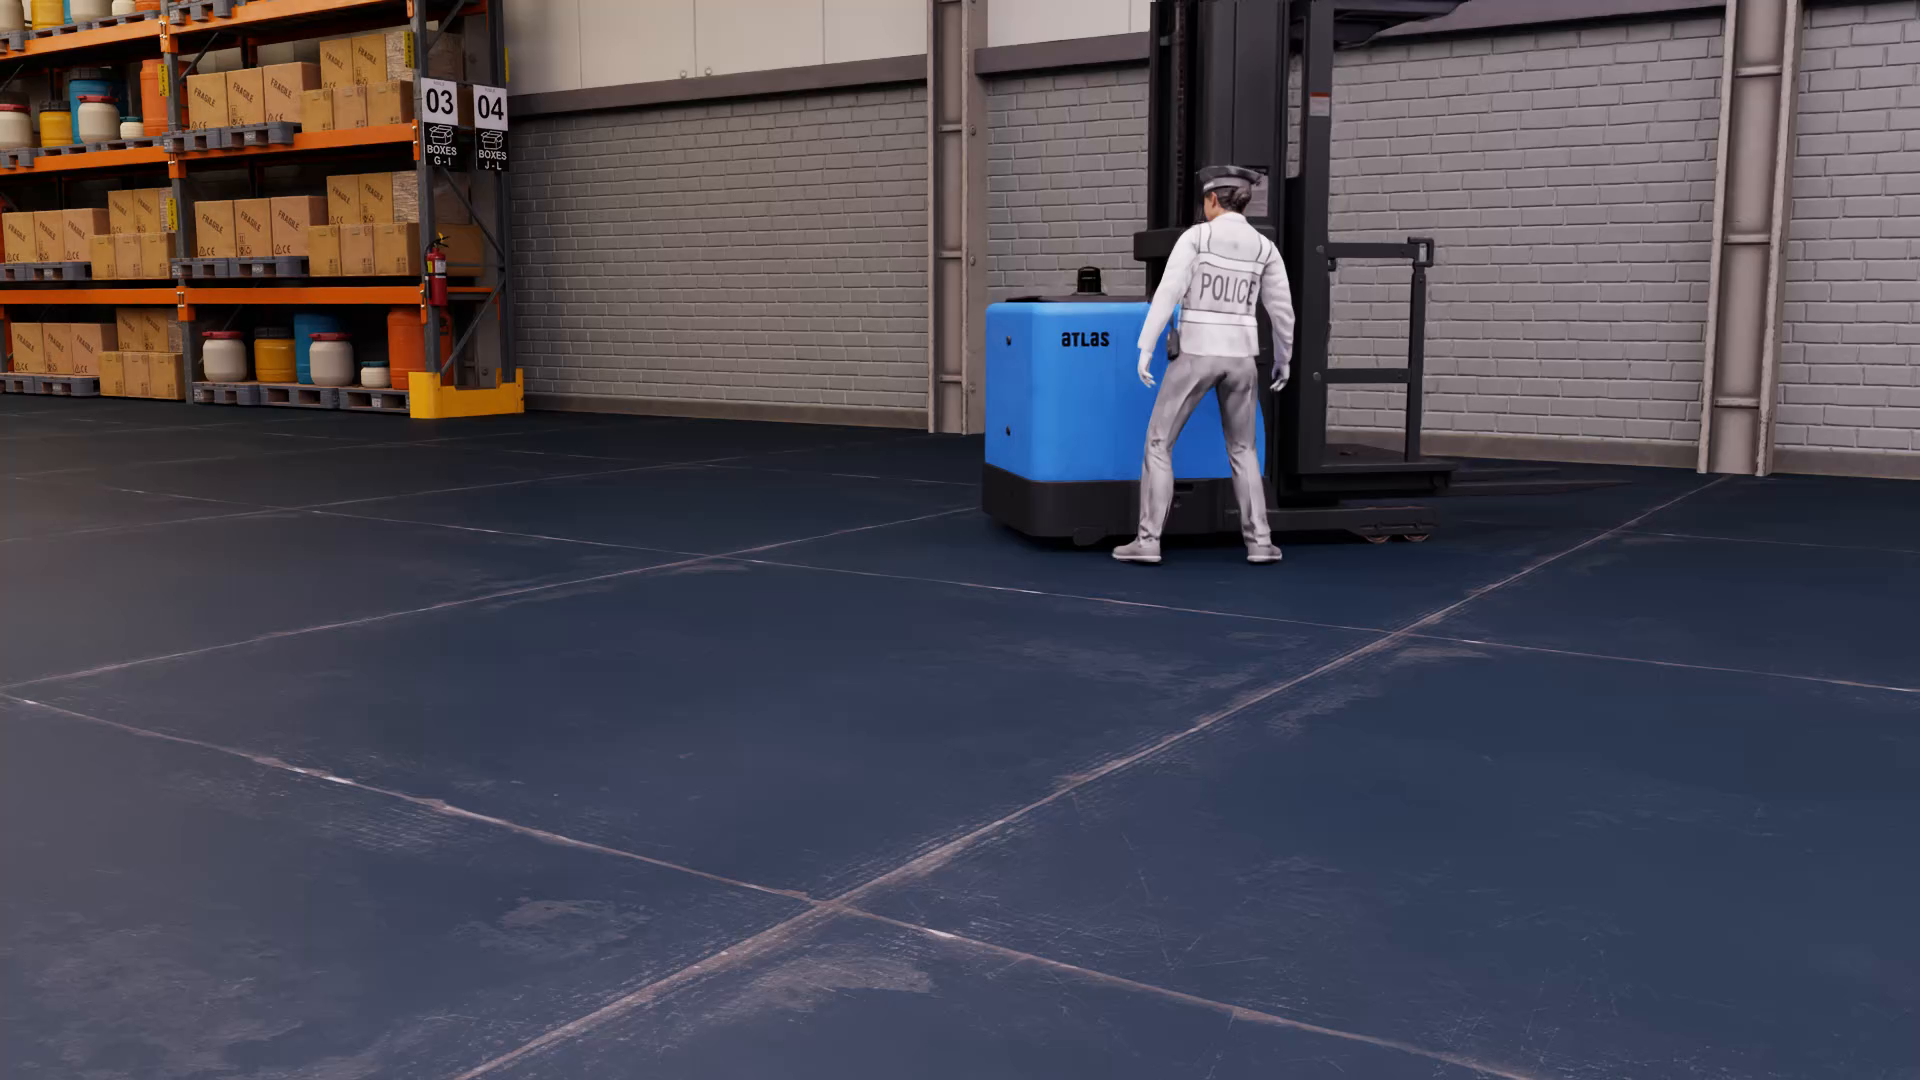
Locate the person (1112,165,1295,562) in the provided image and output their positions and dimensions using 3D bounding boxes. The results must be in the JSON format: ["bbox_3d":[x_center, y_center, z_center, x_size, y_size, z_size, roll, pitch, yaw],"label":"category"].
[{"bbox_3d":[1.056,-0.716,6.904,0.777,1.625,0.393,-2,8,-15],"label":"person"}]

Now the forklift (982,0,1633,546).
[{"bbox_3d":[1.679,-1.507,7.788,3.031,2.935,1.130,-2,8,-12],"label":"forklift"}]
